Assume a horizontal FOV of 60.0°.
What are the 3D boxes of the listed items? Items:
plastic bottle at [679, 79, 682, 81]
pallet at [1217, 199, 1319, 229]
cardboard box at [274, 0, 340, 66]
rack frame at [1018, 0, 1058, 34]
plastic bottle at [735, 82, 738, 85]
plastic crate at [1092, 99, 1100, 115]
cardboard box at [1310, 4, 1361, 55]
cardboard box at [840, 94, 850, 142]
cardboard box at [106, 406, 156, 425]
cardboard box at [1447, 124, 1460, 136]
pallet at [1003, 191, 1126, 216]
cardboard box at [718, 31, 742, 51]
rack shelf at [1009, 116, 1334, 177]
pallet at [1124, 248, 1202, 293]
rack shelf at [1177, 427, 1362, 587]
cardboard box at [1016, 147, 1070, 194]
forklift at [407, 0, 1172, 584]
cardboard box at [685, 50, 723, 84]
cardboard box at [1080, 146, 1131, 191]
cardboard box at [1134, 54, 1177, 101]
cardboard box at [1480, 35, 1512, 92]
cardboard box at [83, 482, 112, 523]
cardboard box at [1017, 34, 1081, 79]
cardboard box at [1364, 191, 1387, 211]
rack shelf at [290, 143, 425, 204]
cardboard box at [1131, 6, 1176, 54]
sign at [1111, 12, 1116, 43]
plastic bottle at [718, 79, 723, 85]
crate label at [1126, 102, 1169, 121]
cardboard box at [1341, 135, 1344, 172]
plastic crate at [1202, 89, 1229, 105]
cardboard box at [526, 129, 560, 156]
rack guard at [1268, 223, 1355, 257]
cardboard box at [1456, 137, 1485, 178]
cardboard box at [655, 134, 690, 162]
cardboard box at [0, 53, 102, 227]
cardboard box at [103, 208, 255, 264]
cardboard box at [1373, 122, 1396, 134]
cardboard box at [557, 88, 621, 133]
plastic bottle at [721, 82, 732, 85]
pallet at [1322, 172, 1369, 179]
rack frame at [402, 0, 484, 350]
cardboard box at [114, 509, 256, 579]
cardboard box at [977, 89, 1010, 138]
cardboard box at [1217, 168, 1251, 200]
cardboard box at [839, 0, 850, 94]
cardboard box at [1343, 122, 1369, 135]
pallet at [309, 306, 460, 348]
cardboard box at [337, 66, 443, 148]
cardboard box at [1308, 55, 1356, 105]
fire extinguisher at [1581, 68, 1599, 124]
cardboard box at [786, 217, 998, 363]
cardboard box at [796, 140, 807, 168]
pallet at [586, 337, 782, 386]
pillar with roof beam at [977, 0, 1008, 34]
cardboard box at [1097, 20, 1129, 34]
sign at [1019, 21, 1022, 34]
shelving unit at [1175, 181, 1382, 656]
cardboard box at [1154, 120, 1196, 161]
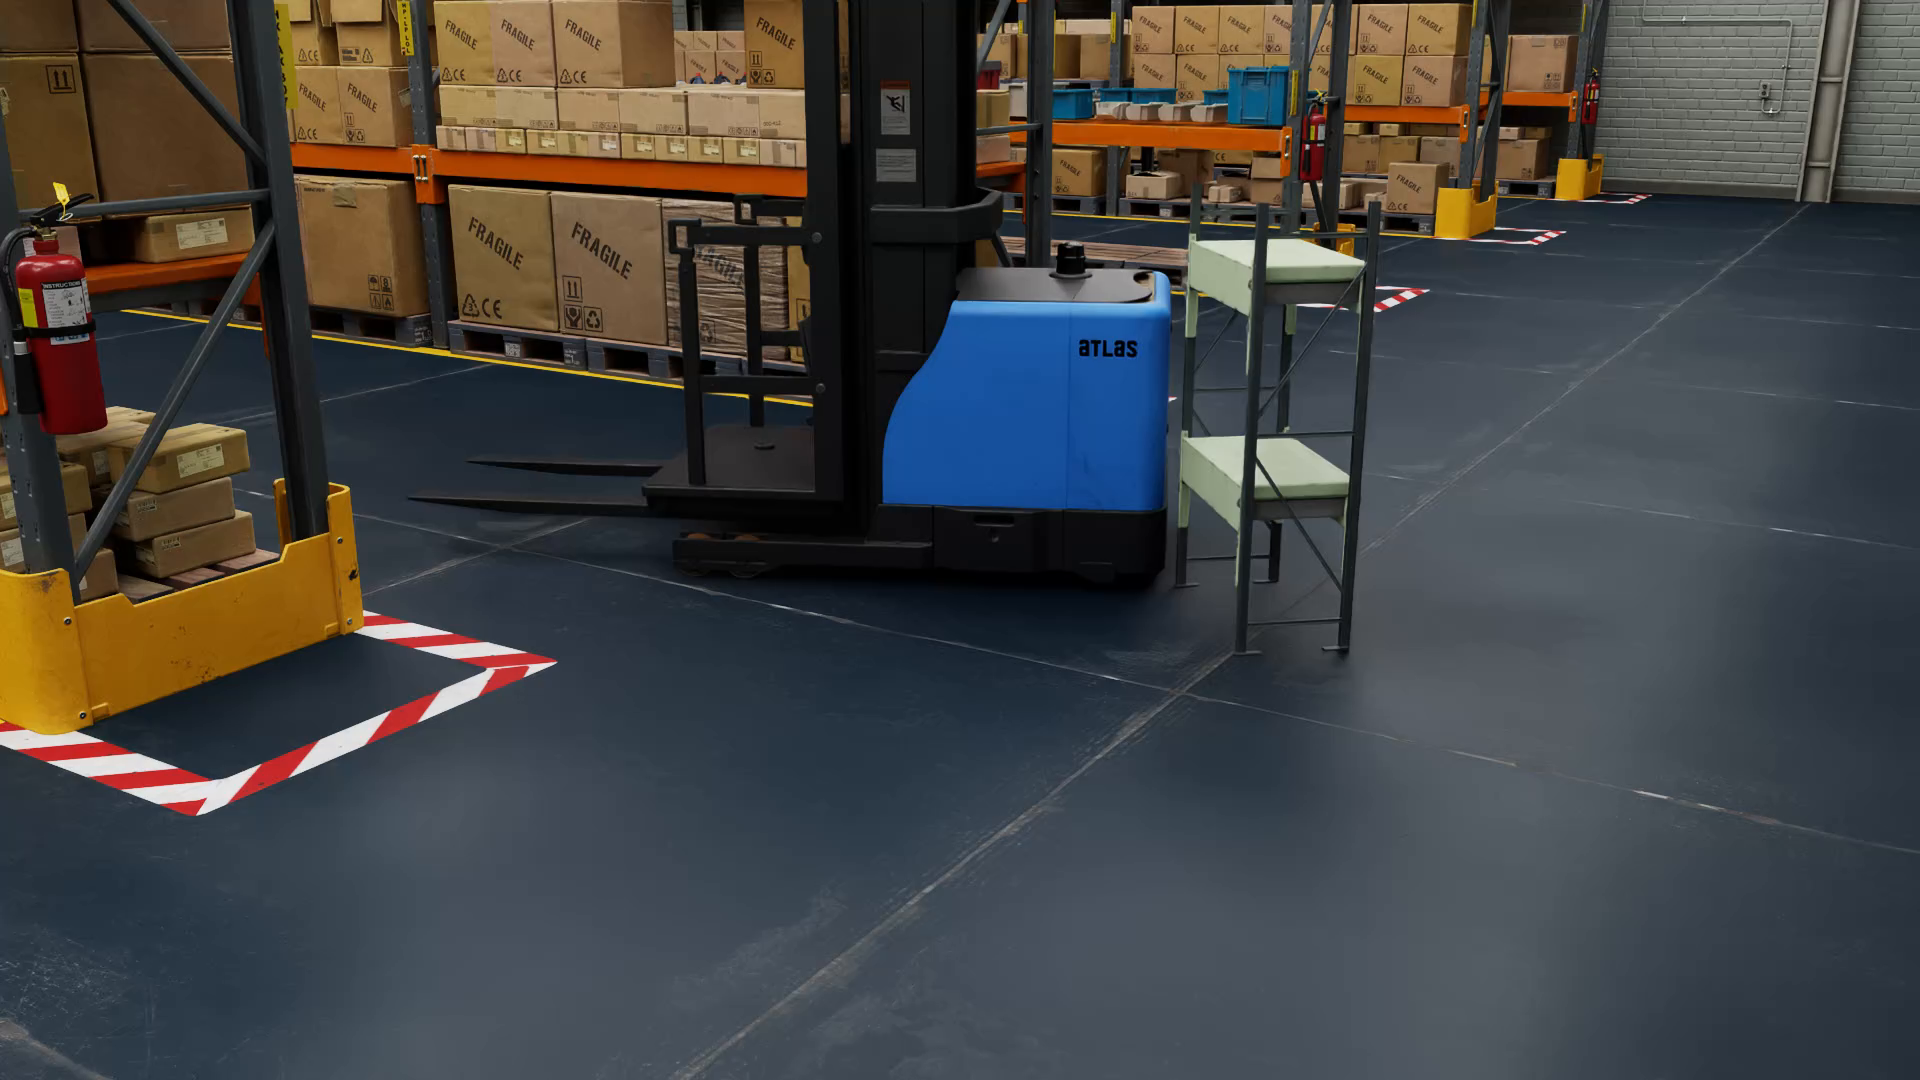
[{"bbox_3d":[-2.827,-4.527,16.845,0.097,0.271,0.097,0,17,0],"label":"plastic bottle"},{"bbox_3d":[3.621,-3.654,18.549,1.213,0.211,1.003,10,20,30],"label":"pallet"},{"bbox_3d":[-4.323,-3.556,11.529,0.637,0.503,0.797,10,20,31],"label":"cardboard box"},{"bbox_3d":[1.173,-7.115,25.142,0.127,3.000,1.000,10,20,30],"label":"rack frame"},{"bbox_3d":[-2.112,-4.193,15.744,0.097,0.271,0.097,0,17,0],"label":"plastic bottle"},{"bbox_3d":[1.038,-3.765,14.464,0.466,0.136,0.293,10,20,30],"label":"plastic crate"},{"bbox_3d":[4.002,-5.351,17.442,0.500,0.500,0.500,11,20,32],"label":"cardboard box"},{"bbox_3d":[-0.339,-2.296,9.025,0.500,0.250,0.500,10,19,29],"label":"cardboard box"},{"bbox_3d":[-3.183,-0.372,6.104,0.250,0.149,0.380,10,20,30],"label":"cardboard box"},{"bbox_3d":[6.690,-5.479,22.219,0.250,0.149,0.380,10,20,31],"label":"cardboard box"},{"bbox_3d":[1.279,-4.059,19.880,1.213,0.211,1.003,10,20,30],"label":"pallet"},{"bbox_3d":[-3.652,-8.169,27.546,0.500,0.500,0.500,9,19,28],"label":"cardboard box"},{"bbox_3d":[1.101,-3.404,14.165,4.000,0.370,1.077,10,20,30],"label":"rack shelf"},{"bbox_3d":[2.123,-2.245,13.908,1.213,0.211,1.003,10,20,30],"label":"pallet"},{"bbox_3d":[1.070,-0.132,5.858,0.431,0.370,0.720,-2,17,-8],"label":"rack shelf"},{"bbox_3d":[1.005,-4.375,19.666,0.500,0.500,0.500,10,20,30],"label":"cardboard box"},{"bbox_3d":[-0.681,-1.404,6.461,3.031,2.935,1.130,2,17,6],"label":"forklift"},{"bbox_3d":[-3.303,-6.266,22.177,0.500,0.500,0.500,10,20,30],"label":"cardboard box"},{"bbox_3d":[1.708,-4.427,19.839,0.500,0.500,0.500,9,19,28],"label":"cardboard box"},{"bbox_3d":[2.284,-5.182,18.606,0.500,0.500,0.500,11,20,31],"label":"cardboard box"},{"bbox_3d":[6.924,-6.224,21.695,0.700,0.700,0.980,10,20,30],"label":"cardboard box"},{"bbox_3d":[-2.985,-0.182,5.992,0.250,0.149,0.380,10,20,30],"label":"cardboard box"},{"bbox_3d":[1.086,-5.744,19.735,0.500,0.500,0.700,14,22,39],"label":"cardboard box"},{"bbox_3d":[4.510,-3.631,17.791,0.250,0.166,0.380,10,20,30],"label":"cardboard box"},{"bbox_3d":[-4.900,-2.786,12.129,4.000,0.370,1.077,10,20,30],"label":"rack shelf"},{"bbox_3d":[2.247,-5.664,18.473,0.500,0.500,0.500,11,20,31],"label":"cardboard box"},{"bbox_3d":[1.705,-5.695,18.476,0.005,0.325,0.100,10,20,30],"label":"sign"},{"bbox_3d":[-2.388,-4.412,16.444,0.133,0.283,0.061,10,20,30],"label":"plastic bottle"},{"bbox_3d":[1.526,-3.510,13.625,0.243,0.136,0.396,10,20,30],"label":"crate label"},{"bbox_3d":[5.165,-5.372,22.983,0.500,0.500,0.700,10,20,31],"label":"cardboard box"},{"bbox_3d":[2.206,-3.612,13.796,0.300,0.233,0.416,10,20,30],"label":"plastic crate"},{"bbox_3d":[-2.444,-2.459,10.247,0.250,0.149,0.380,10,19,29],"label":"cardboard box"},{"bbox_3d":[2.833,-2.248,13.420,0.348,0.500,1.175,10,20,30],"label":"rack guard"},{"bbox_3d":[6.915,-5.060,21.958,0.500,0.500,0.700,10,20,30],"label":"cardboard box"},{"bbox_3d":[-1.565,-2.302,9.732,0.250,0.149,0.380,11,20,31],"label":"cardboard box"},{"bbox_3d":[-2.986,-1.199,4.984,0.500,0.500,0.500,11,20,31],"label":"cardboard box"},{"bbox_3d":[-2.573,-1.015,5.493,0.250,0.149,0.380,10,20,30],"label":"cardboard box"},{"bbox_3d":[5.820,-5.634,22.730,0.250,0.149,0.380,9,19,28],"label":"cardboard box"},{"bbox_3d":[-2.067,-2.606,10.045,0.500,0.250,0.500,11,20,31],"label":"cardboard box"},{"bbox_3d":[-2.162,-4.161,15.632,0.135,0.276,0.152,10,20,30],"label":"plastic bottle"},{"bbox_3d":[5.189,-5.037,23.100,1.213,0.211,1.003,10,20,30],"label":"pallet"},{"bbox_3d":[-3.195,-2.826,11.023,0.127,3.000,1.000,10,20,30],"label":"rack frame"},{"bbox_3d":[-2.748,0.000,5.904,0.250,0.149,0.380,11,20,31],"label":"cardboard box"},{"bbox_3d":[-0.055,-2.428,9.459,0.500,0.250,0.500,10,19,29],"label":"cardboard box"},{"bbox_3d":[3.265,-4.072,18.996,0.500,0.311,0.500,10,20,30],"label":"cardboard box"},{"bbox_3d":[-0.340,-2.656,8.920,0.500,0.500,0.500,10,20,31],"label":"cardboard box"},{"bbox_3d":[5.361,-5.585,22.569,0.250,0.149,0.380,11,20,32],"label":"cardboard box"},{"bbox_3d":[-3.892,-1.590,11.754,1.213,0.211,1.003,10,20,30],"label":"pallet"},{"bbox_3d":[-3.737,-2.877,11.020,0.500,0.500,0.500,10,20,30],"label":"cardboard box"},{"bbox_3d":[4.010,-4.874,17.594,0.500,0.500,0.500,10,20,30],"label":"cardboard box"},{"bbox_3d":[7.877,-5.545,20.750,0.183,0.674,0.296,10,20,30],"label":"fire extinguisher"},{"bbox_3d":[-0.374,-1.479,9.523,0.875,0.875,0.875,10,20,30],"label":"cardboard box"},{"bbox_3d":[-0.699,-2.148,9.223,0.250,0.149,0.380,10,20,30],"label":"cardboard box"},{"bbox_3d":[-1.545,-1.171,10.374,1.213,0.211,1.003,10,20,30],"label":"pallet"},{"bbox_3d":[-1.735,-9.331,22.116,0.400,9.000,9.100,10,20,30],"label":"pillar with roof beam"},{"bbox_3d":[2.311,-7.384,24.019,0.500,0.250,0.500,10,20,30],"label":"cardboard box"},{"bbox_3d":[0.897,-7.495,24.538,0.005,0.325,0.100,10,20,30],"label":"sign"},{"bbox_3d":[1.070,-0.444,5.763,0.431,1.500,0.755,-2,17,-8],"label":"shelving unit"},{"bbox_3d":[3.201,-5.880,24.053,0.750,0.750,0.750,11,20,32],"label":"cardboard box"}]
